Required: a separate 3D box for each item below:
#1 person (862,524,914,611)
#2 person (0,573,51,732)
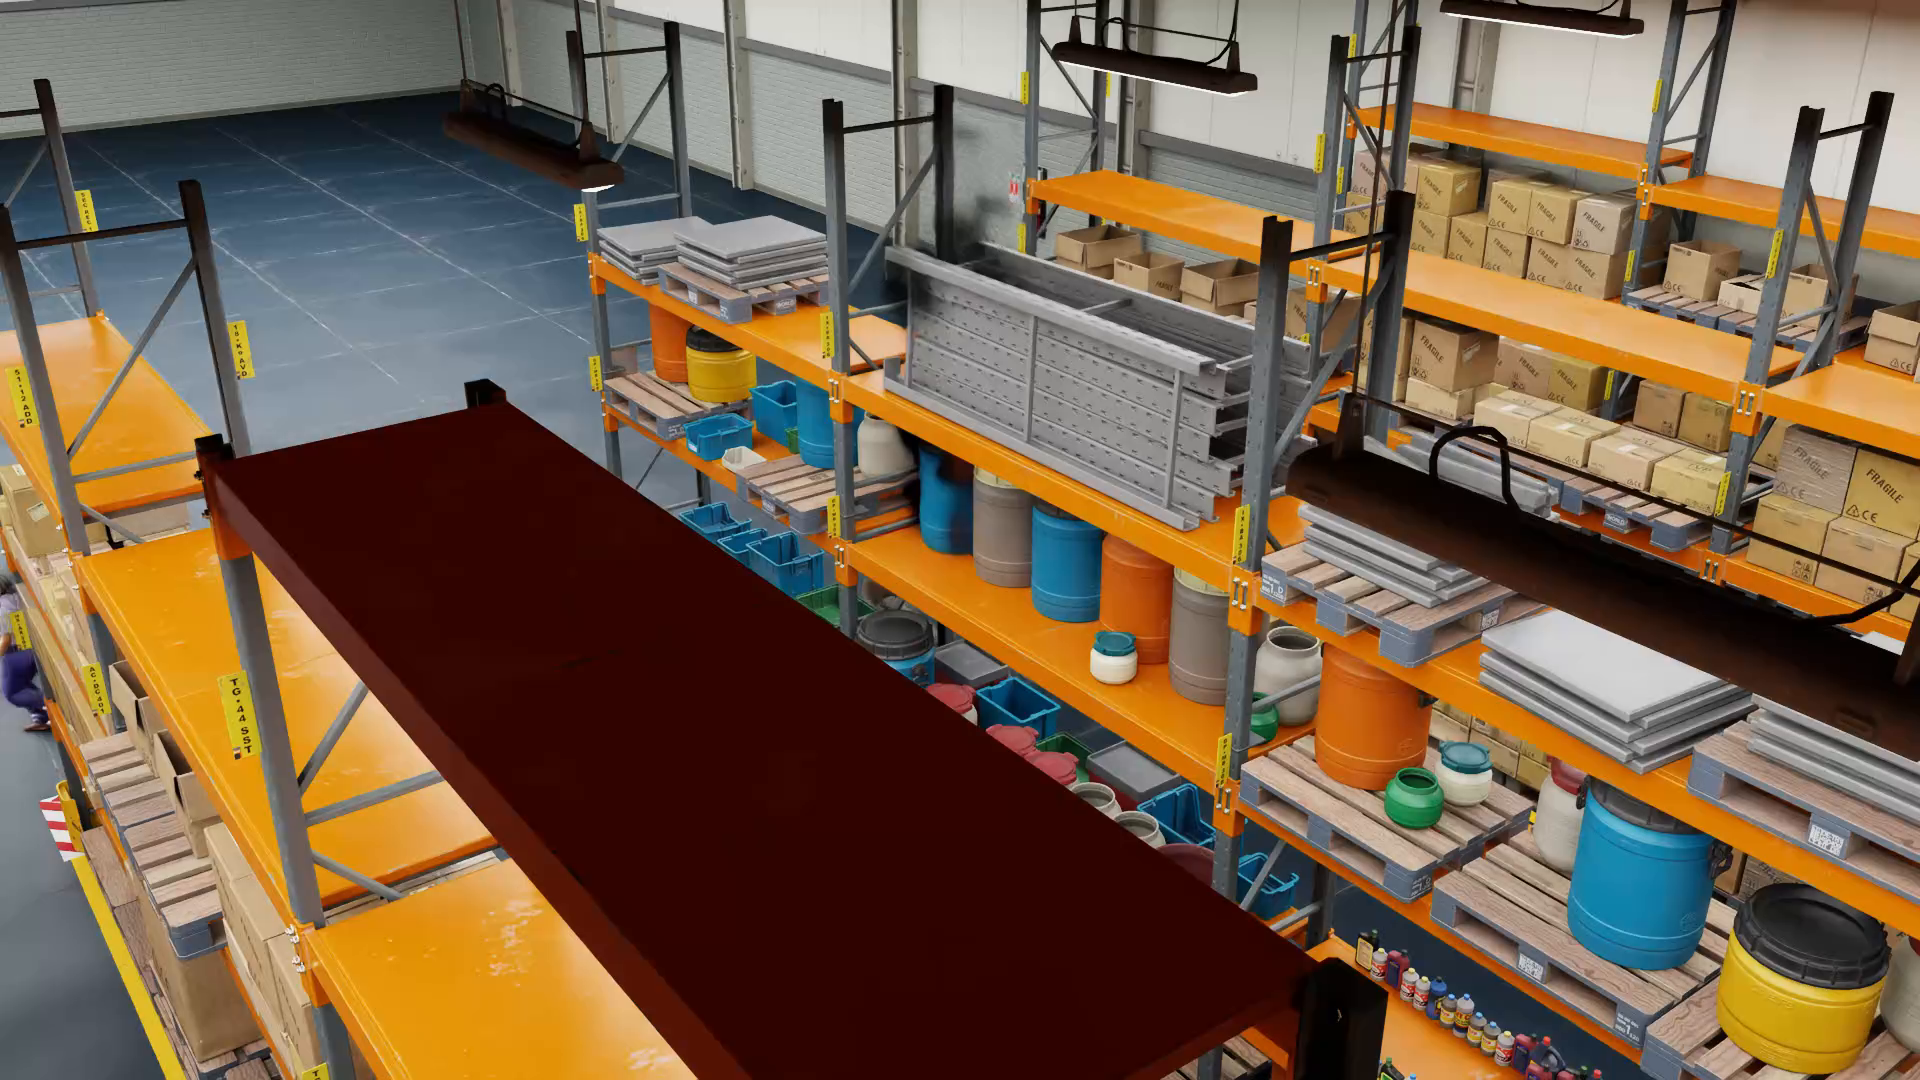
[{"bbox_3d":[-0.712,0.324,16.282,0.619,1.678,0.679,20,31,36],"label":"person"},{"bbox_3d":[-8.339,1.025,14.897,0.586,1.599,0.591,1,25,2],"label":"person"}]
